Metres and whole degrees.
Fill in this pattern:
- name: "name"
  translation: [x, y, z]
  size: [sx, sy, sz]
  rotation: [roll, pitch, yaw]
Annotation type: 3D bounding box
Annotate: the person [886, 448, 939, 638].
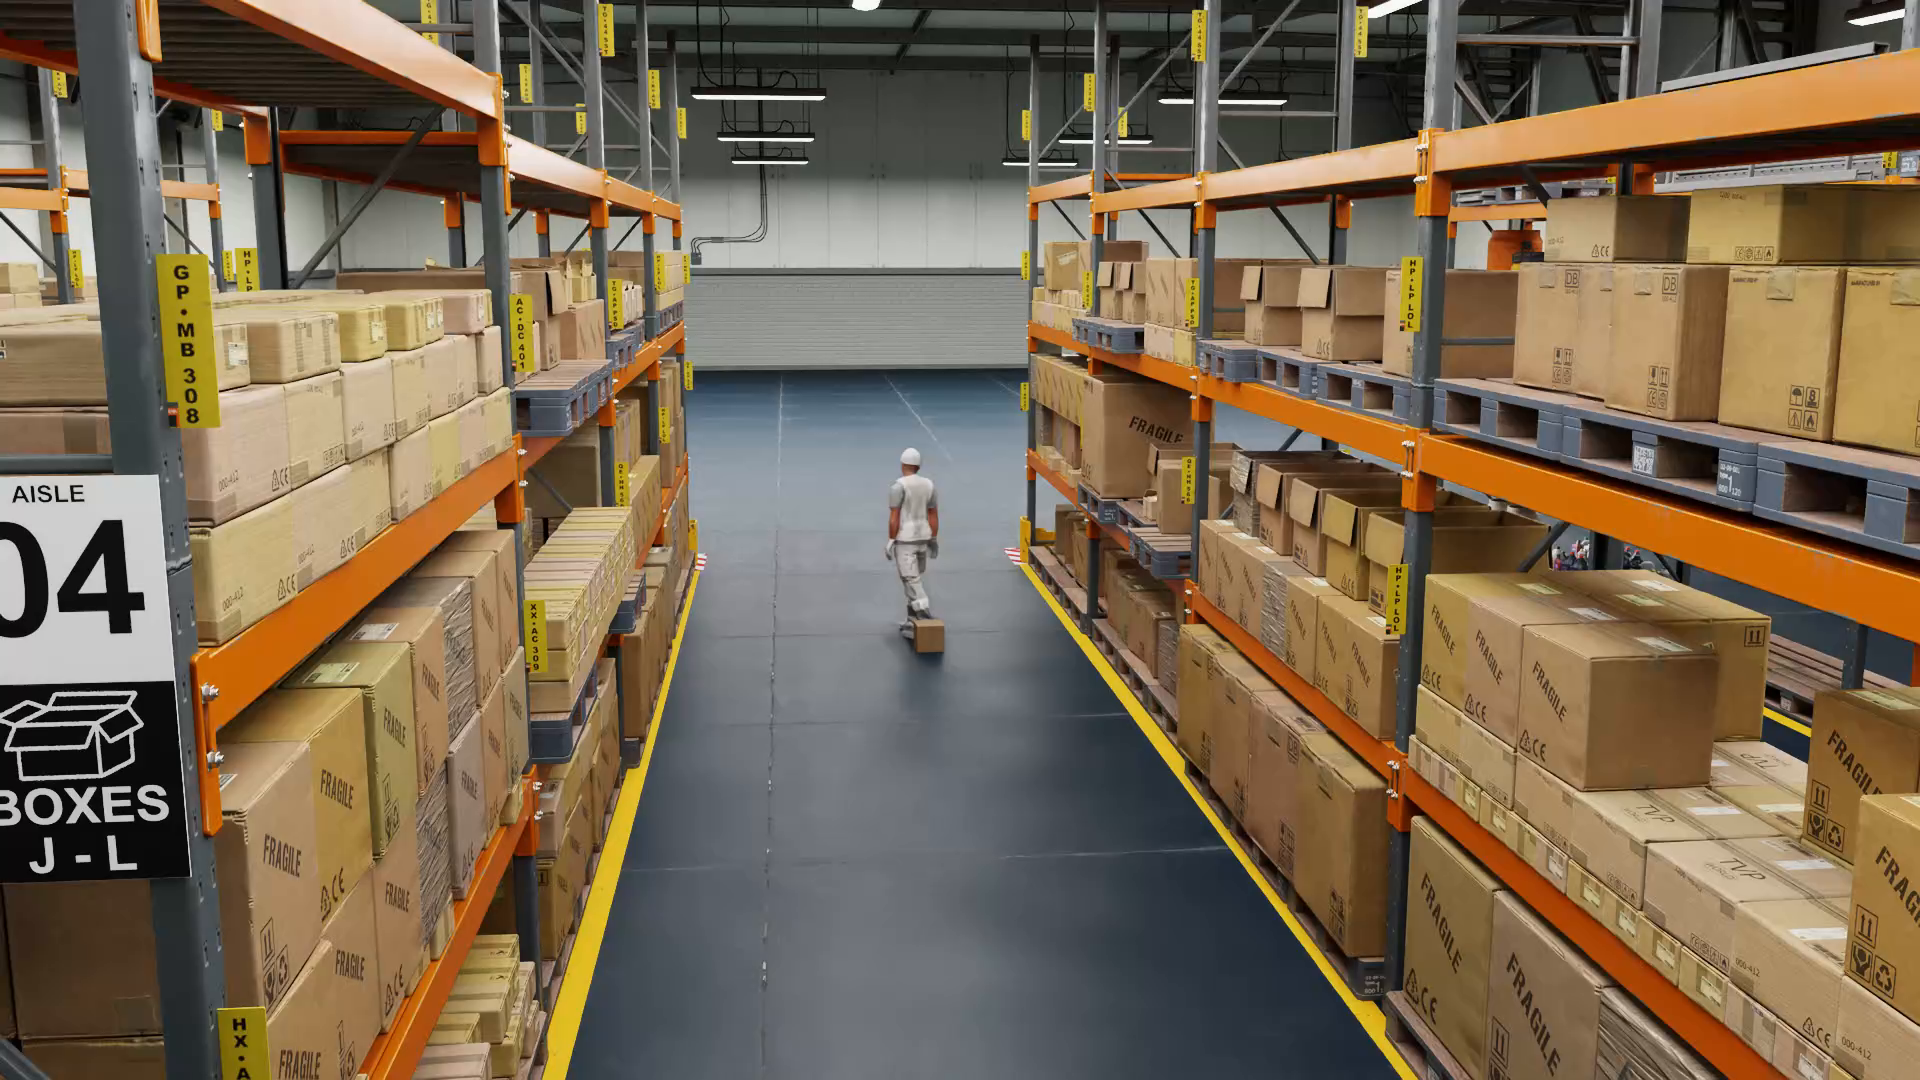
- name: "person"
  translation: [-0.428, 0.029, 15.687]
  size: [0.575, 1.779, 0.596]
  rotation: [-10, 14, -44]
